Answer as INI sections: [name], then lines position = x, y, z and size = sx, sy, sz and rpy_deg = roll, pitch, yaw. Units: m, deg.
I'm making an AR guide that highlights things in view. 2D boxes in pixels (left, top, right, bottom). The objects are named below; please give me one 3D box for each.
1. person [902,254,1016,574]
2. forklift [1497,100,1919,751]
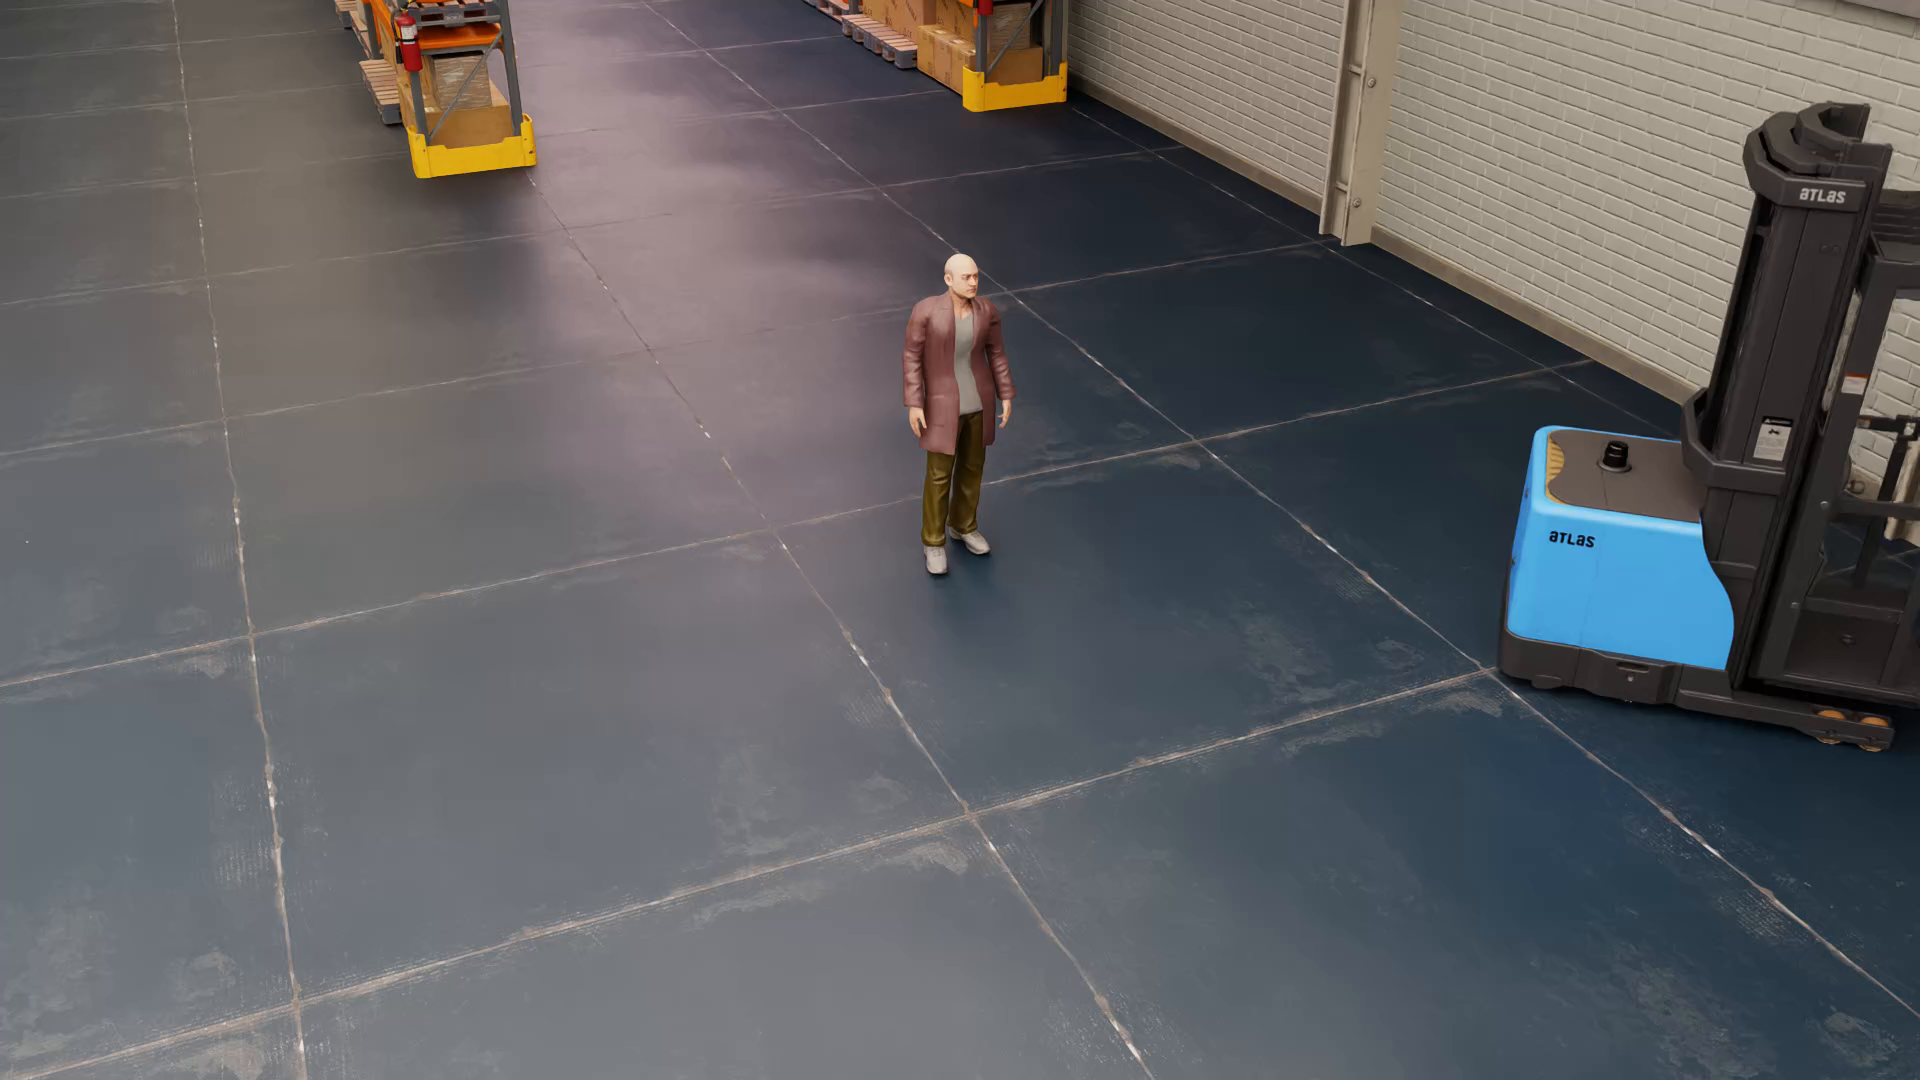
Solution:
[person]
position = 0.032, -0.736, 9.554
size = 0.696, 1.776, 0.582
rpy_deg = -12, 32, -20
[forklift]
position = 4.408, -0.522, 8.033
size = 3.031, 2.935, 1.130
rpy_deg = 9, 31, 16
